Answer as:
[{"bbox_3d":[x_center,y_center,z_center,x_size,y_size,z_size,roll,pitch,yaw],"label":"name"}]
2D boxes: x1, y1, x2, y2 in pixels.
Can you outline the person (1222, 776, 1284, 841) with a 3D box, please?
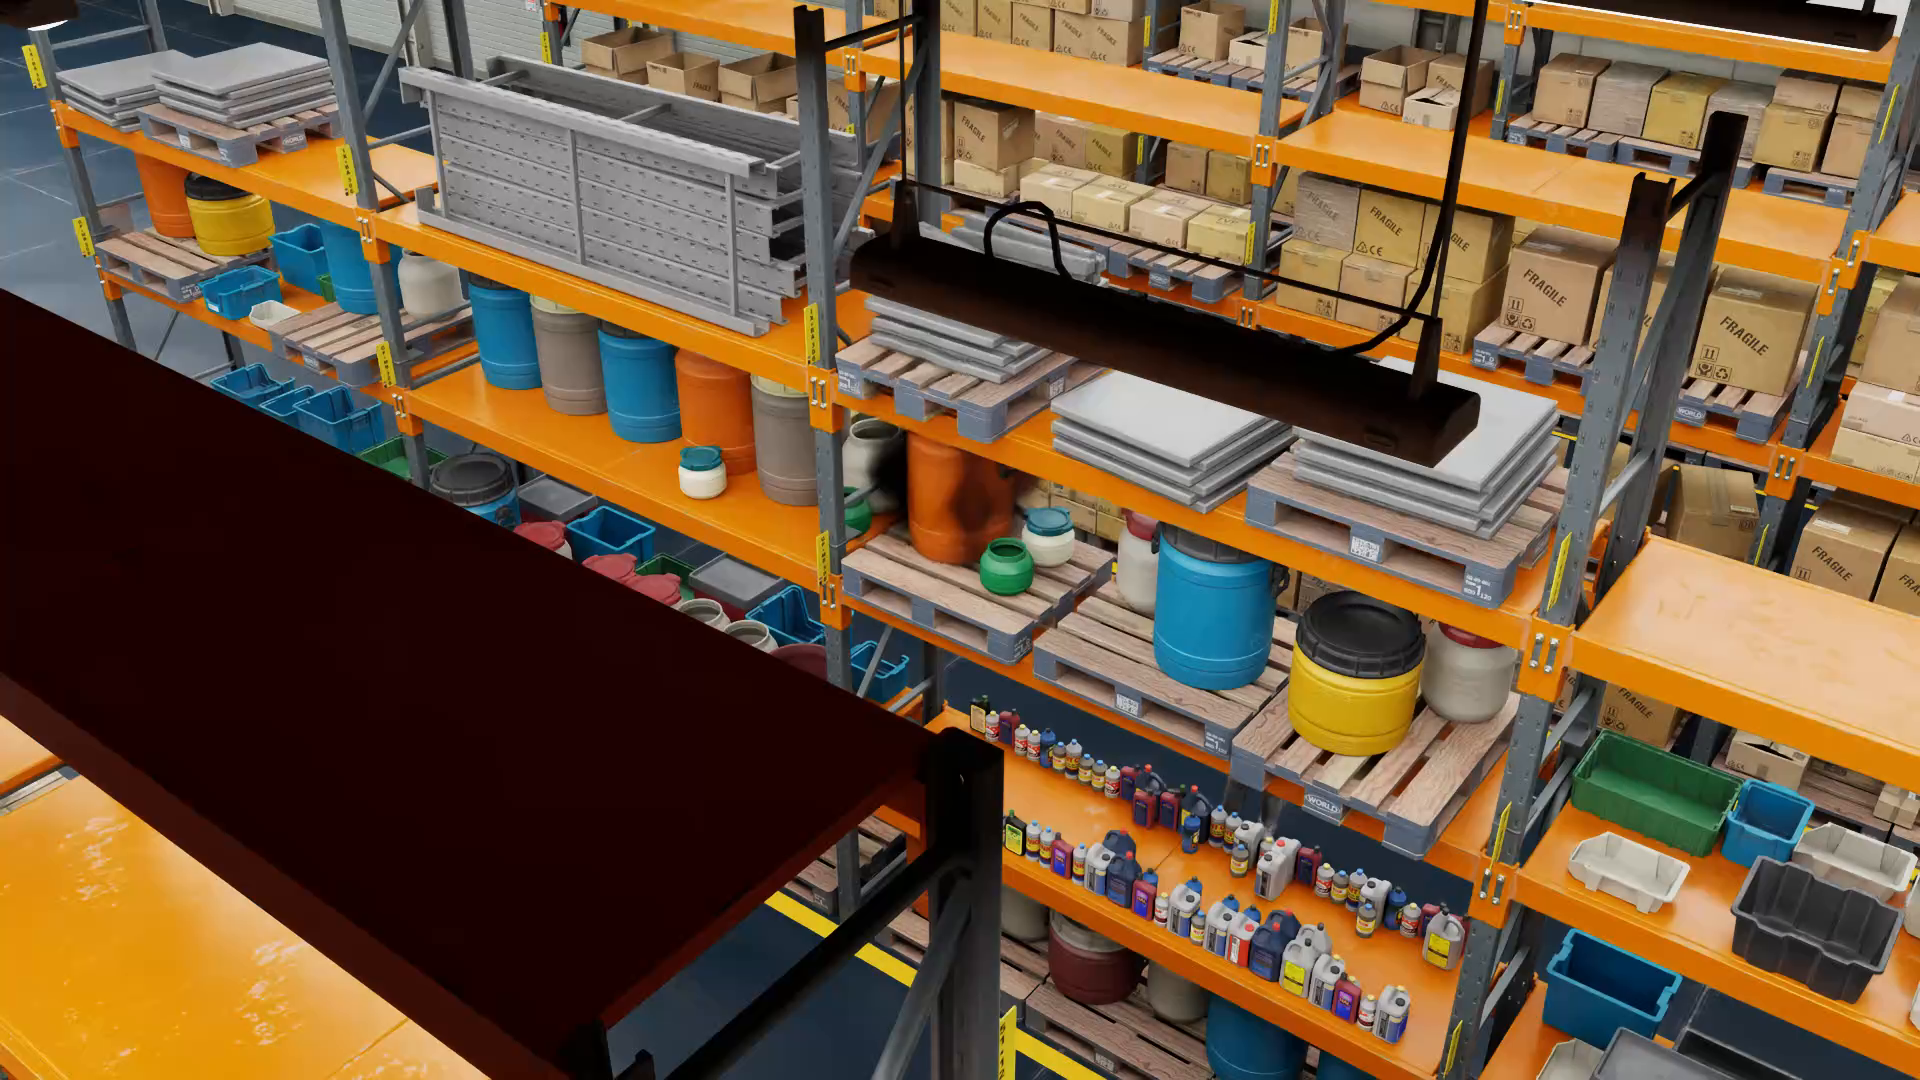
[{"bbox_3d":[2.069,1.364,11.342,0.621,1.759,0.515,27,41,37],"label":"person"}]
